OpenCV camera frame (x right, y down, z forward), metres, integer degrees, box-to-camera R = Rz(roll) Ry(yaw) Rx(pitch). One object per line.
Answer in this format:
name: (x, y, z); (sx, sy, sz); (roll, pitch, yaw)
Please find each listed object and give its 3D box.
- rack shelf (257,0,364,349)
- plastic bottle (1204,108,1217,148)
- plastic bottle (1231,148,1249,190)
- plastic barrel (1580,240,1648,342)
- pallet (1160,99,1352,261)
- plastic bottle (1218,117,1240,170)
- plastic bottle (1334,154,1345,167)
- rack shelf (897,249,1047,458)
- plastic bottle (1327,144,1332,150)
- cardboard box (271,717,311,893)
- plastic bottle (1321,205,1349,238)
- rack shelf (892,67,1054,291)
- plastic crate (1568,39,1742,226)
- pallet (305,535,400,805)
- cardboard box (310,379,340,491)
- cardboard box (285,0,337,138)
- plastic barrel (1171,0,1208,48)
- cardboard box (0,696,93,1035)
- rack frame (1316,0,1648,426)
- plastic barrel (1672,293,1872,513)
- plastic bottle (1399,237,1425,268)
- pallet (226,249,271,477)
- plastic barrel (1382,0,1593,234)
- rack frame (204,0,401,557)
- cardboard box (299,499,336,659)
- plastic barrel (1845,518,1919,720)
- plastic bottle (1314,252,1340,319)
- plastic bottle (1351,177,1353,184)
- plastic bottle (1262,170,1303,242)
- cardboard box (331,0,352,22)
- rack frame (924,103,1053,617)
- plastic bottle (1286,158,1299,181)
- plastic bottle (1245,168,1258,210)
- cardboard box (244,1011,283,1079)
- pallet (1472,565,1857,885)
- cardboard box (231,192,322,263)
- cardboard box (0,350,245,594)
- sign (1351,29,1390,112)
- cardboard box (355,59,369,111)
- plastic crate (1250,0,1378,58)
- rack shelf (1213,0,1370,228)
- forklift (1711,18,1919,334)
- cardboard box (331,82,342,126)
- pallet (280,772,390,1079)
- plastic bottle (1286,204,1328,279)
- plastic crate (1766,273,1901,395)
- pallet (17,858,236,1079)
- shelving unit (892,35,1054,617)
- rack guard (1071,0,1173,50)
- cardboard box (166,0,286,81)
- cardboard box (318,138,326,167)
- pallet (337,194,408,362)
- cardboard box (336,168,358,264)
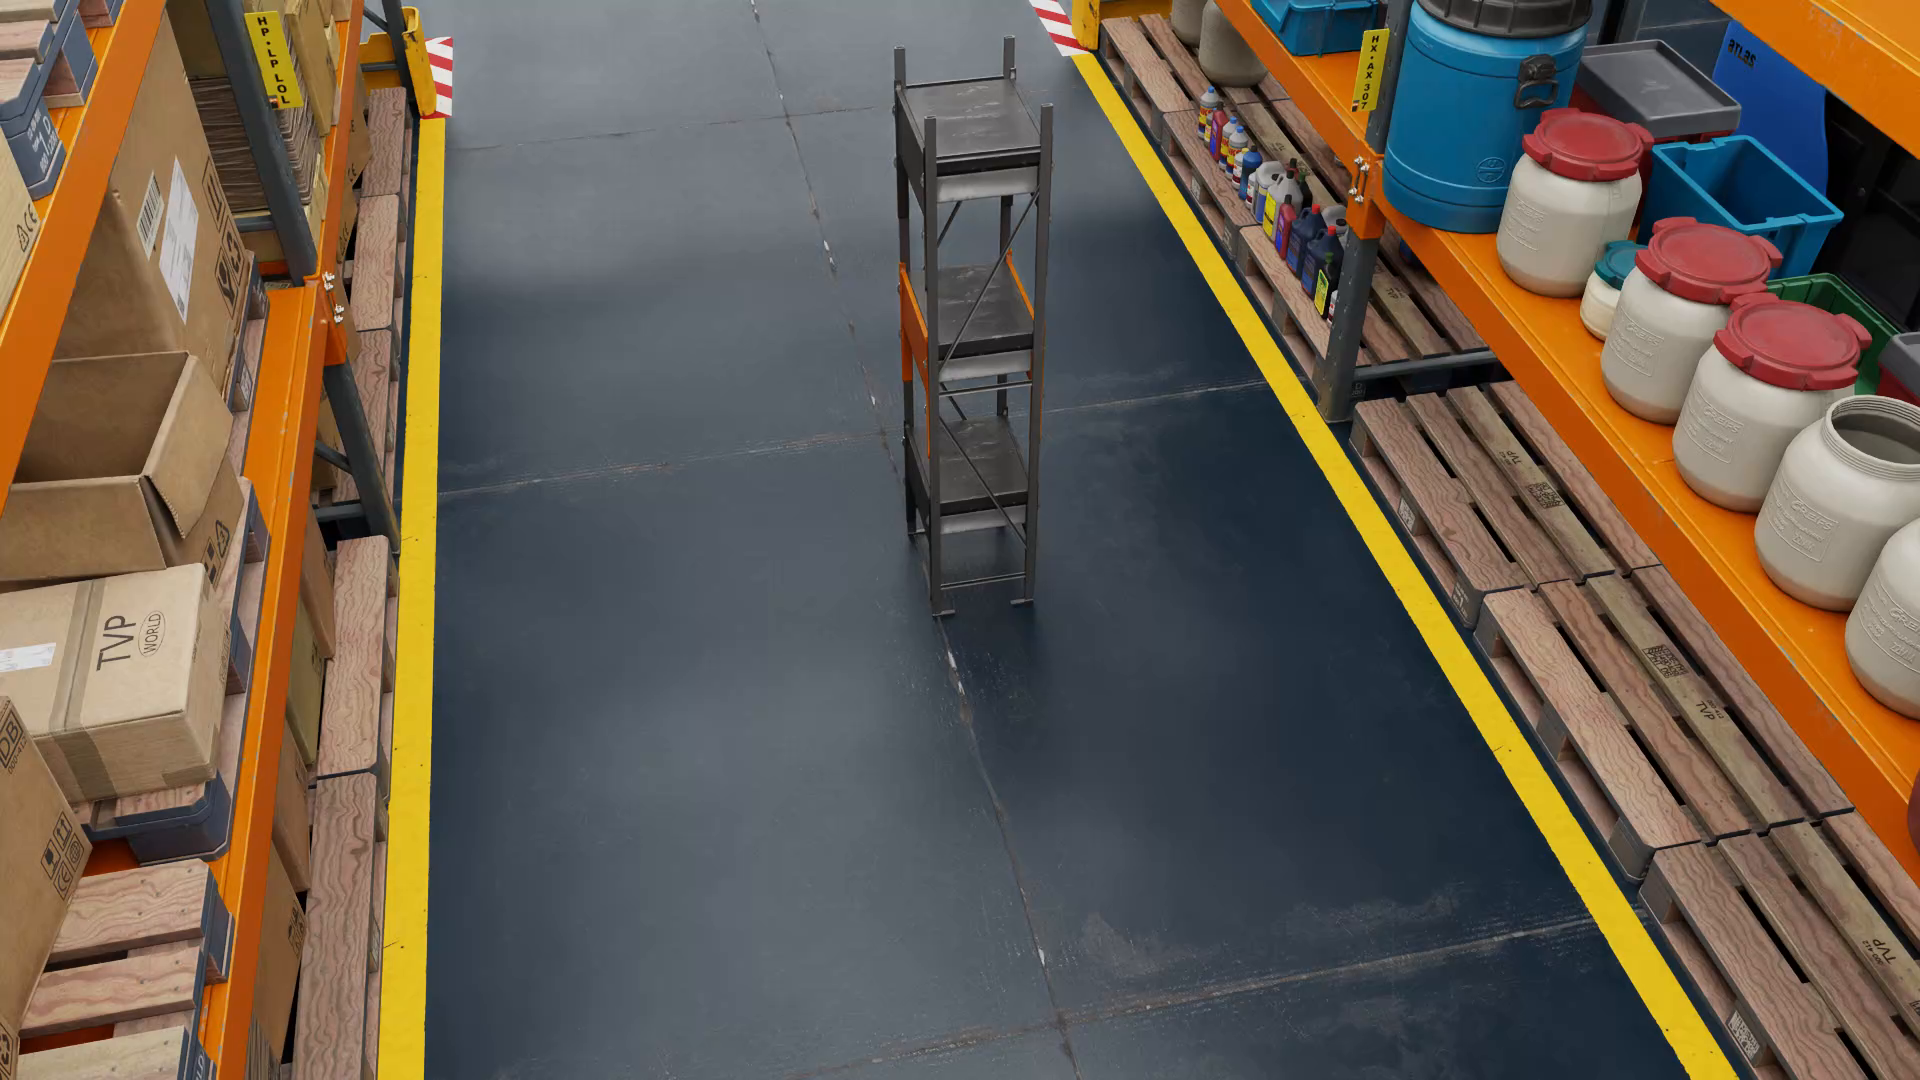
rack shelf: (-3.181, -2.055, 7.348); (1.077, 0.370, 4.000); (-8, 42, -9)
plastic bottle: (1.333, -2.161, 8.702); (0.097, 0.201, 0.097); (0, 42, 0)
plastic bottle: (1.428, -1.877, 8.382); (0.097, 0.201, 0.097); (0, 42, 0)
plastic barrel: (2.223, -0.806, 5.503); (0.301, 0.262, 0.301); (0, 42, 0)
pallet: (1.716, -1.928, 8.764); (1.003, 0.211, 1.213); (-8, 42, -9)
plastic bottle: (1.385, -2.033, 8.504); (0.097, 0.271, 0.097); (0, 42, 0)
plastic bottle: (1.988, -2.034, 8.558); (0.097, 0.201, 0.097); (0, 42, 0)
rack shelf: (0.036, -0.668, 5.941); (0.431, 0.518, 0.480); (-8, 42, -9)
plastic bottle: (1.972, -2.169, 8.648); (0.061, 0.283, 0.133); (-8, 42, -9)
cardboard box: (-2.432, 0.818, 5.121); (0.700, 0.500, 0.500); (-12, 43, -13)
plastic bottle: (1.765, -1.422, 7.812); (0.152, 0.276, 0.135); (-8, 42, -9)
rack shelf: (0.036, -1.191, 5.476); (0.431, 0.518, 0.480); (-8, 42, -9)
plastic crate: (2.490, -1.492, 6.123); (0.402, 0.464, 0.583); (-8, 42, -9)
pallet: (-2.580, 0.519, 6.006); (1.003, 0.211, 1.213); (-8, 42, -9)
cardboard box: (-2.796, -0.515, 6.637); (0.500, 0.500, 0.500); (-10, 42, -11)
cardboard box: (-2.859, -1.806, 6.226); (0.875, 0.500, 0.500); (-8, 42, -9)
plastic barrel: (1.440, -3.141, 9.587); (0.421, 0.512, 0.421); (0, 42, 0)
cardboard box: (-2.259, 0.679, 3.334); (0.700, 0.500, 0.500); (-3, 42, -3)
rack frame: (2.087, -1.738, 6.448); (1.000, 3.000, 0.127); (-8, 42, -9)
plastic barrel: (2.331, -0.381, 4.817); (0.433, 0.535, 0.433); (0, 42, 0)
plastic bottle: (2.177, -1.474, 7.814); (0.144, 0.351, 0.185); (-8, 42, -9)
pallet: (-2.726, -0.440, 5.131); (1.003, 0.211, 1.213); (-8, 42, -9)
plastic barrel: (1.875, -1.631, 5.951); (0.600, 0.901, 0.708); (-8, 42, -9)
rack frame: (-2.749, -1.028, 5.648); (1.000, 3.000, 0.127); (-8, 42, -9)
cardboard box: (-2.637, 0.143, 5.880); (0.700, 0.500, 0.500); (-11, 43, -13)
plastic barrel: (2.520, 0.177, 4.207); (0.421, 0.512, 0.421); (0, 42, 0)
plastic bottle: (1.661, -1.151, 7.502); (0.061, 0.283, 0.133); (-6, 42, -7)
plastic bottle: (2.046, -1.827, 8.269); (0.152, 0.276, 0.135); (-8, 42, -9)
plastic bottle: (1.556, -1.621, 7.981); (0.144, 0.351, 0.185); (-9, 42, -10)
cardboard box: (-2.923, -2.414, 7.400); (0.380, 0.149, 0.250); (-8, 42, -9)
rack frame: (0.088, -0.520, 5.754); (0.400, 2.100, 0.015); (-8, 42, -9)
plastic bottle: (1.628, -1.718, 8.140); (0.061, 0.283, 0.133); (-8, 42, -9)
plastic bottle: (1.472, -1.744, 8.232); (0.097, 0.201, 0.097); (0, 42, 0)
cardboard box: (-2.182, 1.546, 4.300); (0.700, 0.500, 0.500); (-12, 43, -13)
pallet: (2.561, 0.601, 5.914); (1.003, 0.211, 1.213); (-8, 42, -9)
cardboard box: (-2.502, -1.116, 5.937); (0.380, 0.149, 0.250); (-8, 42, -9)
cardboard box: (-2.285, -0.113, 4.224); (0.797, 0.503, 0.637); (-4, 42, -5)
sign: (1.548, -1.769, 6.275); (0.100, 0.325, 0.005); (-8, 42, -9)
cardboard box: (-3.494, -2.436, 8.801); (0.500, 0.500, 0.500); (-1, 42, -1)
plastic crate: (1.583, -2.360, 7.262); (0.499, 0.251, 0.616); (-8, 42, -9)
rack shelf: (1.656, -2.765, 8.147); (1.077, 0.370, 4.000); (-8, 42, -9)
forklift: (4.564, -2.003, 6.799); (1.130, 2.935, 3.031); (-9, 42, -10)
cardboard box: (-2.701, -1.767, 6.670); (0.380, 0.149, 0.250); (-8, 42, -9)
pallet: (-2.313, 1.312, 5.113); (1.003, 0.211, 1.213); (-8, 42, -9)
plastic bottle: (1.625, -1.412, 7.745); (0.144, 0.351, 0.185); (-10, 43, -11)
plastic crate: (2.739, -0.570, 5.292); (0.450, 0.188, 0.662); (-8, 42, -9)
pallet: (-2.143, 1.190, 3.294); (1.213, 0.211, 1.003); (-8, 42, -9)
shelving unit: (0.036, -0.678, 5.932); (0.431, 2.100, 0.503); (-8, 42, -9)
rack guard: (1.286, -3.353, 10.151); (1.175, 0.500, 0.348); (-8, 42, -9)
cardboard box: (-2.598, -1.879, 5.554); (0.500, 0.500, 0.500); (-8, 42, -9)
cardboard box: (-2.624, -1.438, 6.300); (0.380, 0.149, 0.250); (-8, 42, -9)
pallet: (-3.195, -1.208, 7.952); (1.003, 0.211, 1.213); (-8, 42, -9)
cardboard box: (-3.215, -1.645, 7.910); (0.500, 0.500, 0.500); (-5, 42, -5)
